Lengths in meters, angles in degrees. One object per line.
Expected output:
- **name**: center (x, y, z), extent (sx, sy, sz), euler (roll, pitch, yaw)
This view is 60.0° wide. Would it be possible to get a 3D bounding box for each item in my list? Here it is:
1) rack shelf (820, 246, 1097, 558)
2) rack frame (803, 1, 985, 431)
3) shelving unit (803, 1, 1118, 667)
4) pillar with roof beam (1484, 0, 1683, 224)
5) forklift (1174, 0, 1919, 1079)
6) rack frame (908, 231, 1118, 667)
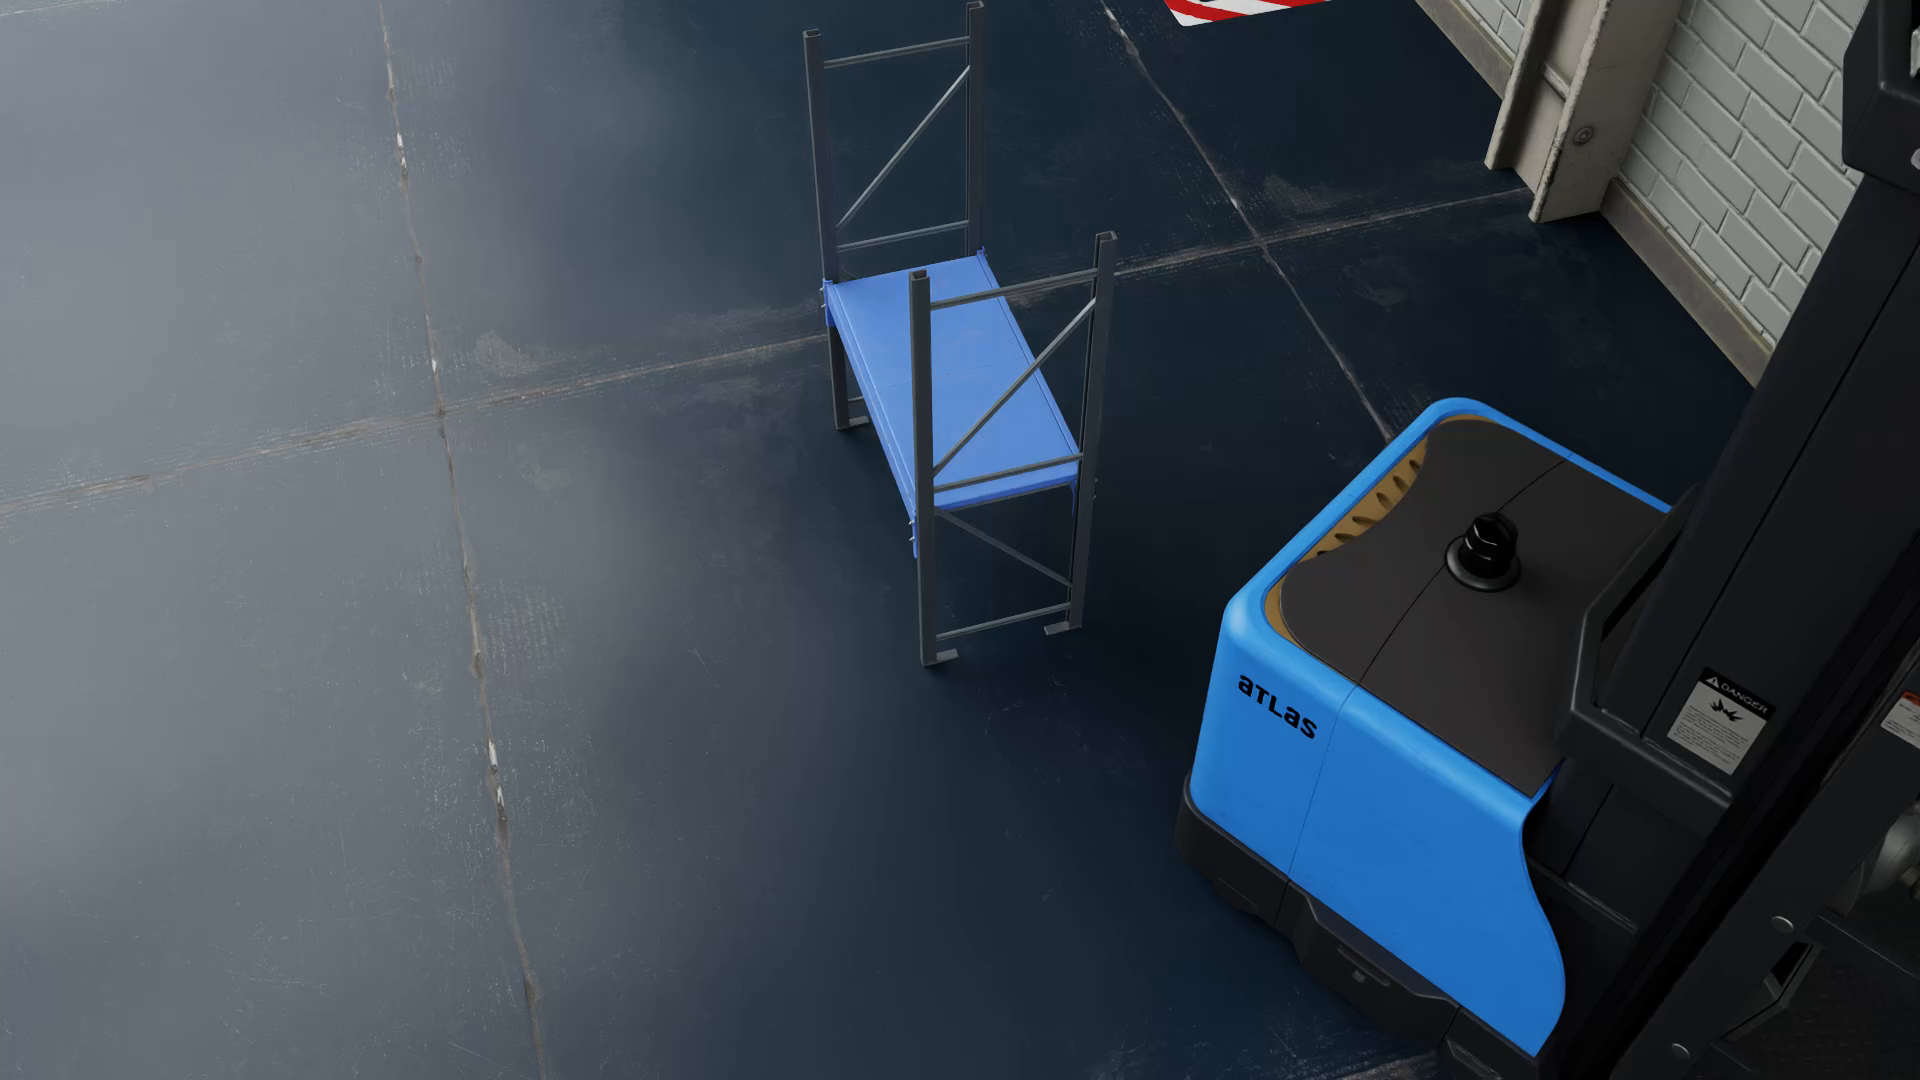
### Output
- **rack shelf**: center (-0.025, -0.430, 4.867), extent (0.538, 0.185, 1.000), euler (-13, 51, -11)
- **rack frame**: center (-0.176, -0.917, 5.042), extent (0.500, 1.500, 0.032), euler (-13, 51, -11)
- **shelving unit**: center (-0.025, -0.546, 4.729), extent (0.538, 1.500, 1.048), euler (-13, 51, -11)
- **pillar with roof beam**: center (-1.862, -3.296, 2.143), extent (9.100, 9.000, 0.400), euler (-13, 51, -11)
- **forklift**: center (2.005, 0.397, 2.999), extent (3.031, 2.935, 1.130), euler (35, 58, 26)
- **rack frame**: center (0.125, -0.174, 4.416), extent (0.500, 1.500, 0.032), euler (-13, 51, -11)
